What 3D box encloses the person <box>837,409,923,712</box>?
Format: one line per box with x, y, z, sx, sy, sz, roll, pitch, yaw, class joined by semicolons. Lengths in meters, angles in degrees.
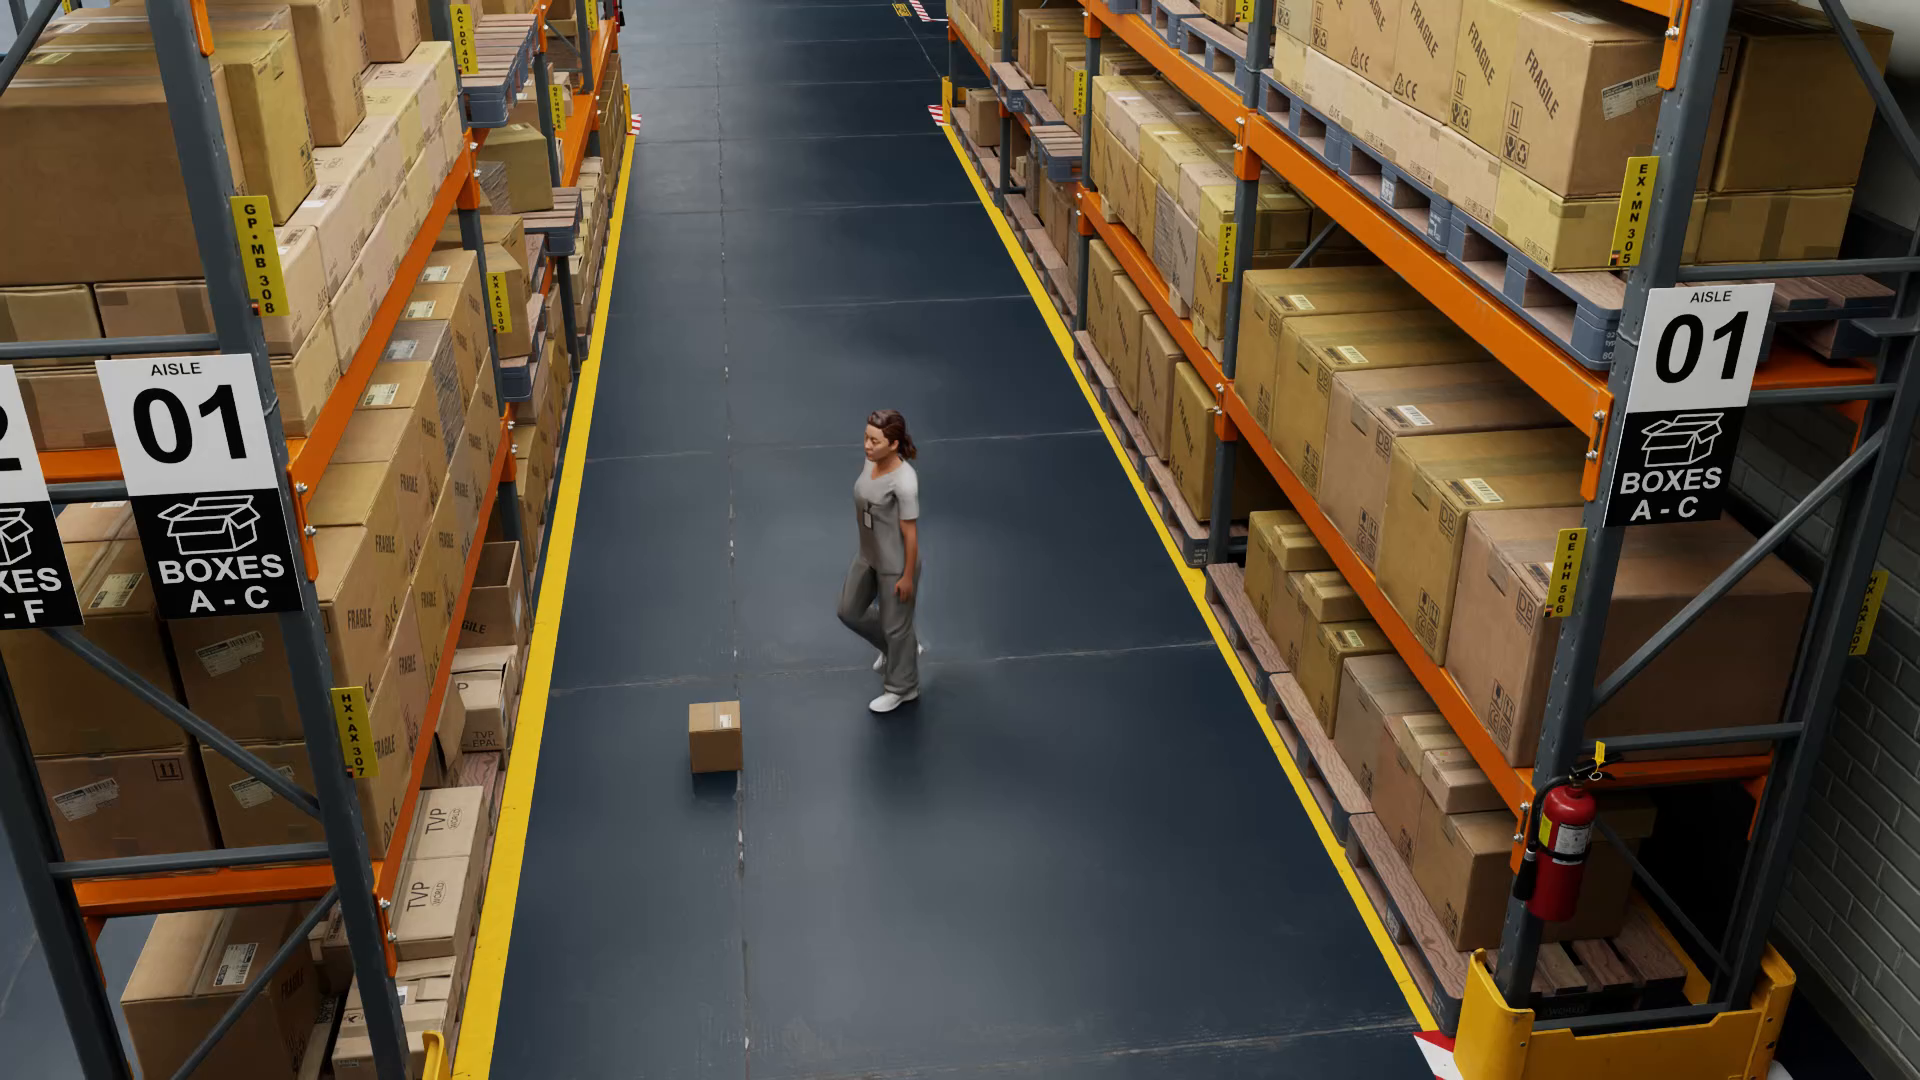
-0.352;0.112;8.410;0.466;1.651;0.498;-17;32;-29;person
